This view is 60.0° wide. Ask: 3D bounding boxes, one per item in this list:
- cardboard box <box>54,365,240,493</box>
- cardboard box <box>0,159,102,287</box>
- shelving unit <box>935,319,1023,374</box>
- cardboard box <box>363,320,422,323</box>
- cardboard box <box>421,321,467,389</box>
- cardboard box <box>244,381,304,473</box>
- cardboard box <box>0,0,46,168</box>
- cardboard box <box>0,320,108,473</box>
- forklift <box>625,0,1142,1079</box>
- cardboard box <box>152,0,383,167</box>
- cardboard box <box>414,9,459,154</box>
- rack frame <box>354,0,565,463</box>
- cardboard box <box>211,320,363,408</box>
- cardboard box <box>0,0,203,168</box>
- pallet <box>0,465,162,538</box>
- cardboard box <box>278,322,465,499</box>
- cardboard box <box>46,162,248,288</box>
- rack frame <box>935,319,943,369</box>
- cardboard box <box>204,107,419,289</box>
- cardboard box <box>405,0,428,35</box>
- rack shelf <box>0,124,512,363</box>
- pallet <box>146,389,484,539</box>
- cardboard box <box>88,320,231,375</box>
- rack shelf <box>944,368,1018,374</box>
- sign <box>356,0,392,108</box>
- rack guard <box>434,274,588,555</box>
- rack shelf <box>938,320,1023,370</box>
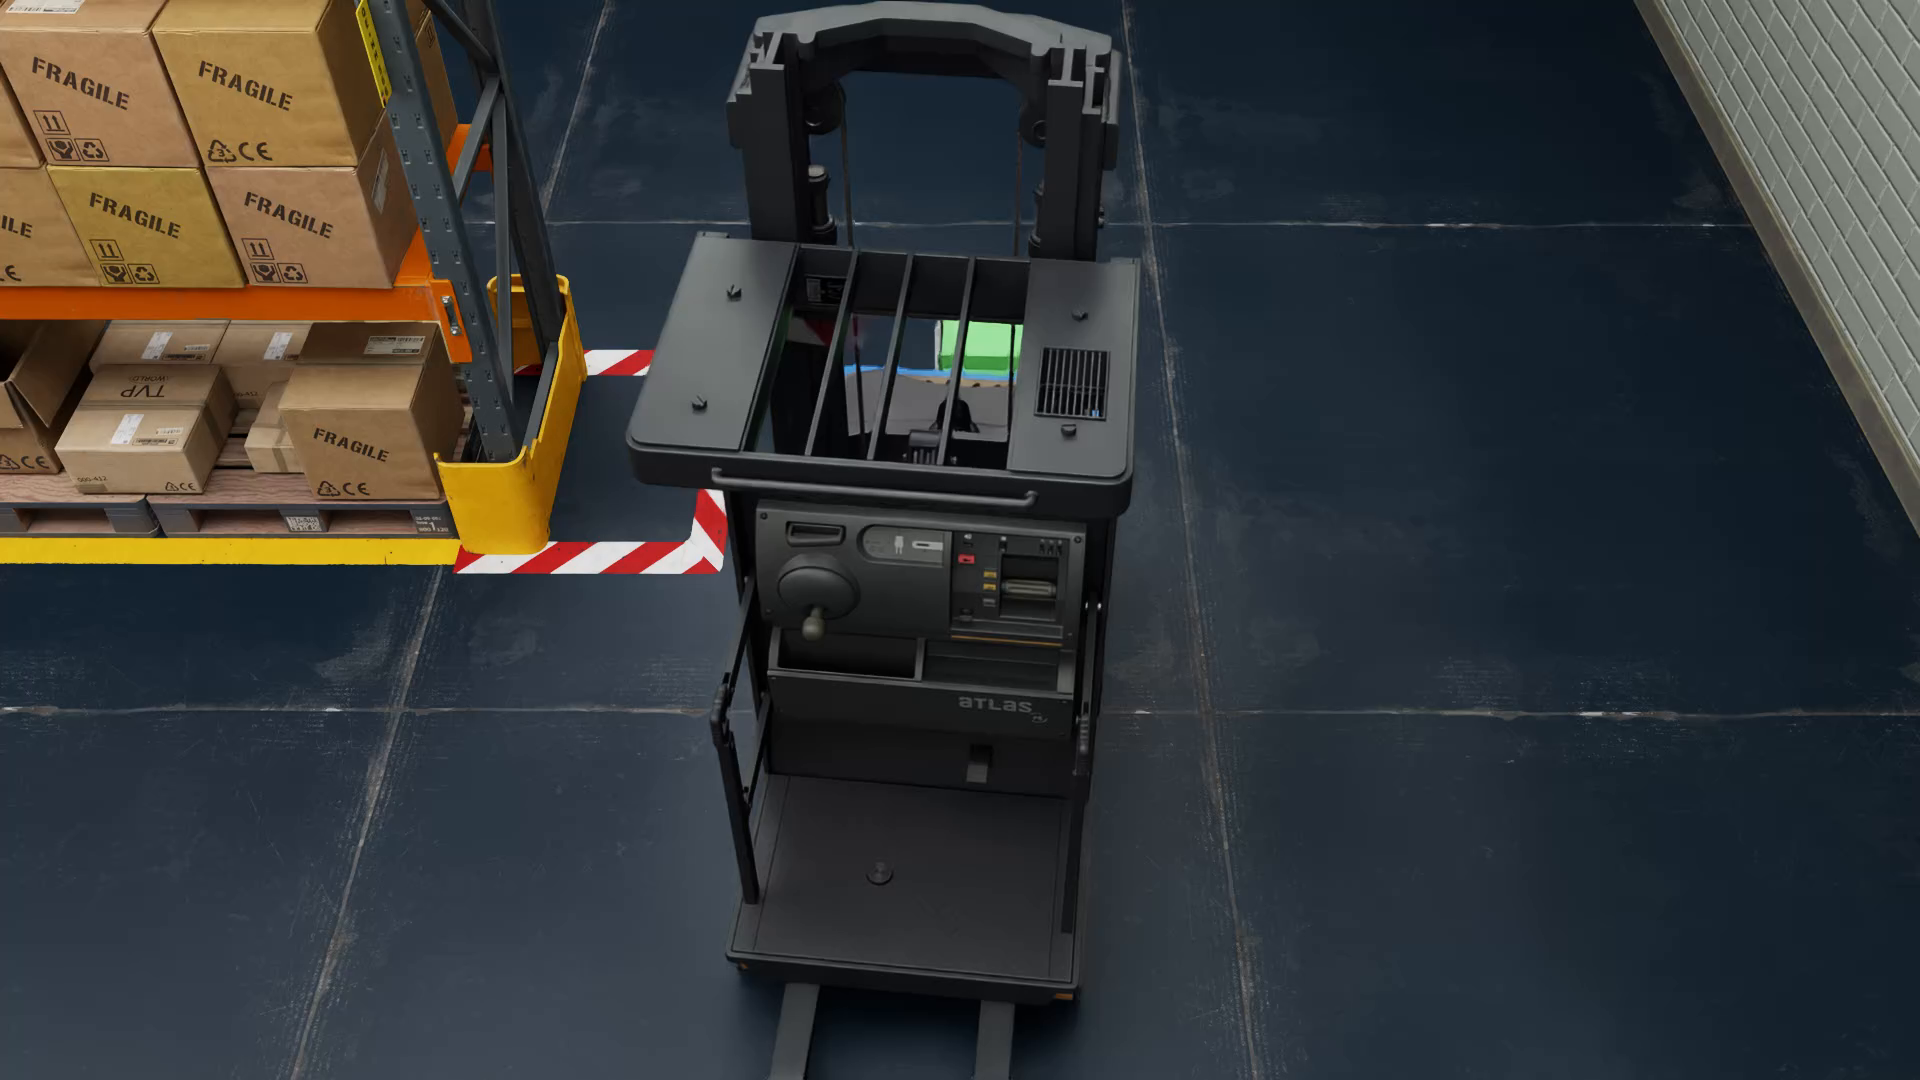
[{"bbox_3d":[-3.261,-0.450,6.698,0.500,0.250,0.500,0,47,0],"label":"cardboard box"},{"bbox_3d":[-3.233,-1.232,5.779,0.500,0.500,0.500,0,47,0],"label":"cardboard box"},{"bbox_3d":[0.168,-0.413,6.315,0.503,1.200,0.258,2,47,1],"label":"shelving unit"},{"bbox_3d":[-2.433,-0.829,7.108,0.250,0.166,0.380,0,47,0],"label":"cardboard box"},{"bbox_3d":[-2.183,-0.823,7.114,0.250,0.149,0.380,0,47,0],"label":"cardboard box"},{"bbox_3d":[-2.715,-0.464,6.768,0.250,0.166,0.380,0,47,0],"label":"cardboard box"},{"bbox_3d":[-3.236,-1.565,5.406,0.500,0.500,0.500,1,47,1],"label":"cardboard box"},{"bbox_3d":[-3.887,-0.700,6.758,0.637,0.503,0.797,0,47,0],"label":"cardboard box"},{"bbox_3d":[-0.134,0.209,4.553,1.130,2.935,3.031,4,47,4],"label":"forklift"},{"bbox_3d":[-2.212,-1.566,5.407,0.500,0.500,0.500,0,47,0],"label":"cardboard box"},{"bbox_3d":[-2.209,-1.620,6.140,0.500,0.500,0.500,1,47,1],"label":"cardboard box"},{"bbox_3d":[-1.766,-1.391,5.996,0.127,3.000,1.000,0,47,0],"label":"rack frame"},{"bbox_3d":[-2.809,-0.815,7.037,0.500,0.250,0.500,0,47,0],"label":"cardboard box"},{"bbox_3d":[-2.717,-1.567,5.408,0.500,0.500,0.500,1,47,1],"label":"cardboard box"},{"bbox_3d":[-3.856,-0.448,7.023,1.213,0.211,1.003,0,47,0],"label":"pallet"},{"bbox_3d":[-2.311,-0.511,6.583,0.500,0.500,0.500,0,47,0],"label":"cardboard box"},{"bbox_3d":[-2.734,-1.226,5.774,0.500,0.500,0.500,1,47,0],"label":"cardboard box"},{"bbox_3d":[-0.076,-0.420,6.321,0.015,1.200,0.240,2,47,1],"label":"rack frame"},{"bbox_3d":[-2.215,-1.227,5.775,0.500,0.500,0.500,1,47,1],"label":"cardboard box"},{"bbox_3d":[-2.209,-1.960,5.774,0.500,0.500,0.500,1,47,1],"label":"cardboard box"},{"bbox_3d":[-3.766,-1.152,6.264,4.000,0.370,1.077,0,47,0],"label":"rack shelf"},{"bbox_3d":[-2.639,-0.443,7.018,1.213,0.211,1.003,0,47,0],"label":"pallet"},{"bbox_3d":[-3.309,-0.816,7.039,0.500,0.250,0.500,0,47,0],"label":"cardboard box"},{"bbox_3d":[0.168,-0.533,6.186,0.480,0.148,0.258,2,47,1],"label":"rack shelf"},{"bbox_3d":[-1.788,-1.487,5.078,0.005,0.325,0.100,0,47,0],"label":"sign"},{"bbox_3d":[-1.842,-0.540,6.911,0.348,0.500,1.175,0,47,0],"label":"rack guard"},{"bbox_3d":[0.168,-0.697,6.010,0.480,0.148,0.258,2,47,1],"label":"rack shelf"}]
